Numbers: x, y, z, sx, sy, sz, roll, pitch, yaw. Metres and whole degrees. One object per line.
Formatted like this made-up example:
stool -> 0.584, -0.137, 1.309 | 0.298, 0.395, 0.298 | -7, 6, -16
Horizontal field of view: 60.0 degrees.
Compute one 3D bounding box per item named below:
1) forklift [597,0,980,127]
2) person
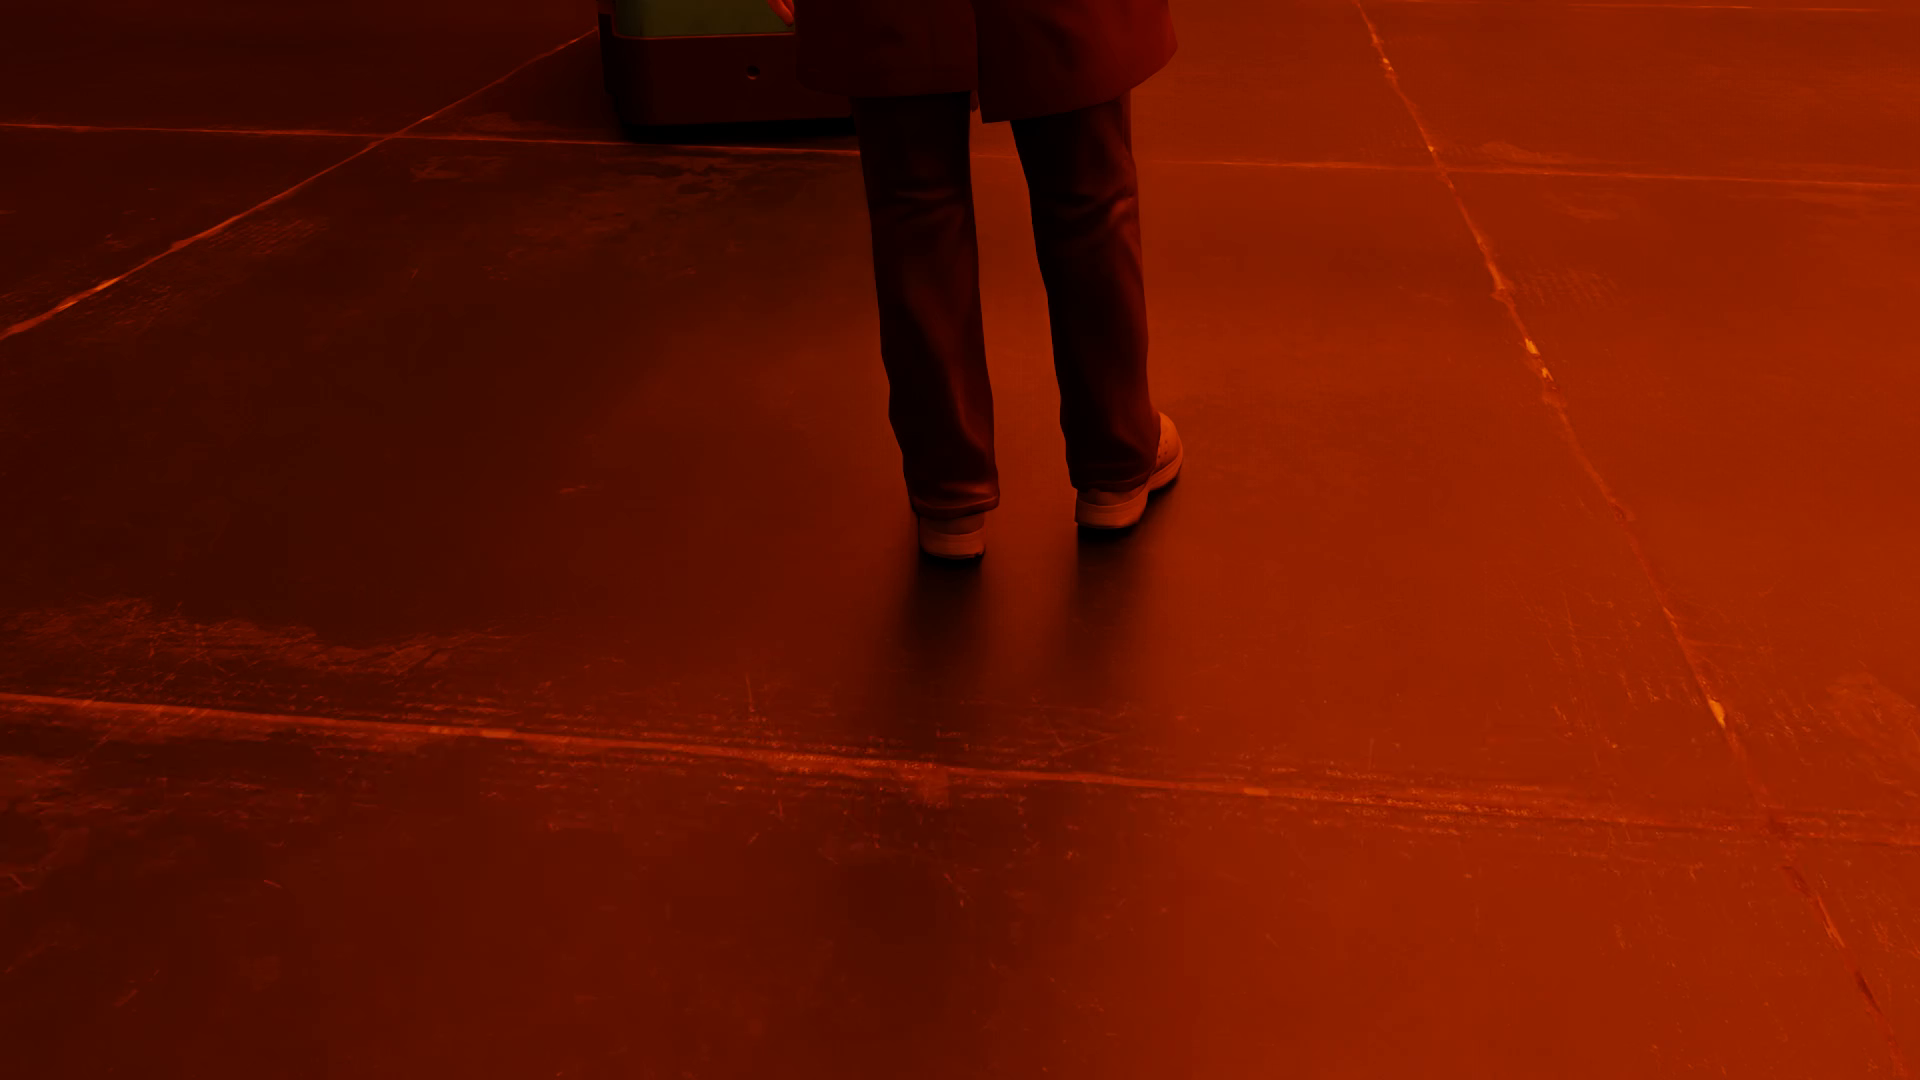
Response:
forklift -> -0.731, -3.109, 5.449 | 1.130, 2.935, 3.031 | -5, 27, -10
person -> 0.016, -0.843, 2.181 | 0.698, 1.778, 0.579 | 3, 27, 7
